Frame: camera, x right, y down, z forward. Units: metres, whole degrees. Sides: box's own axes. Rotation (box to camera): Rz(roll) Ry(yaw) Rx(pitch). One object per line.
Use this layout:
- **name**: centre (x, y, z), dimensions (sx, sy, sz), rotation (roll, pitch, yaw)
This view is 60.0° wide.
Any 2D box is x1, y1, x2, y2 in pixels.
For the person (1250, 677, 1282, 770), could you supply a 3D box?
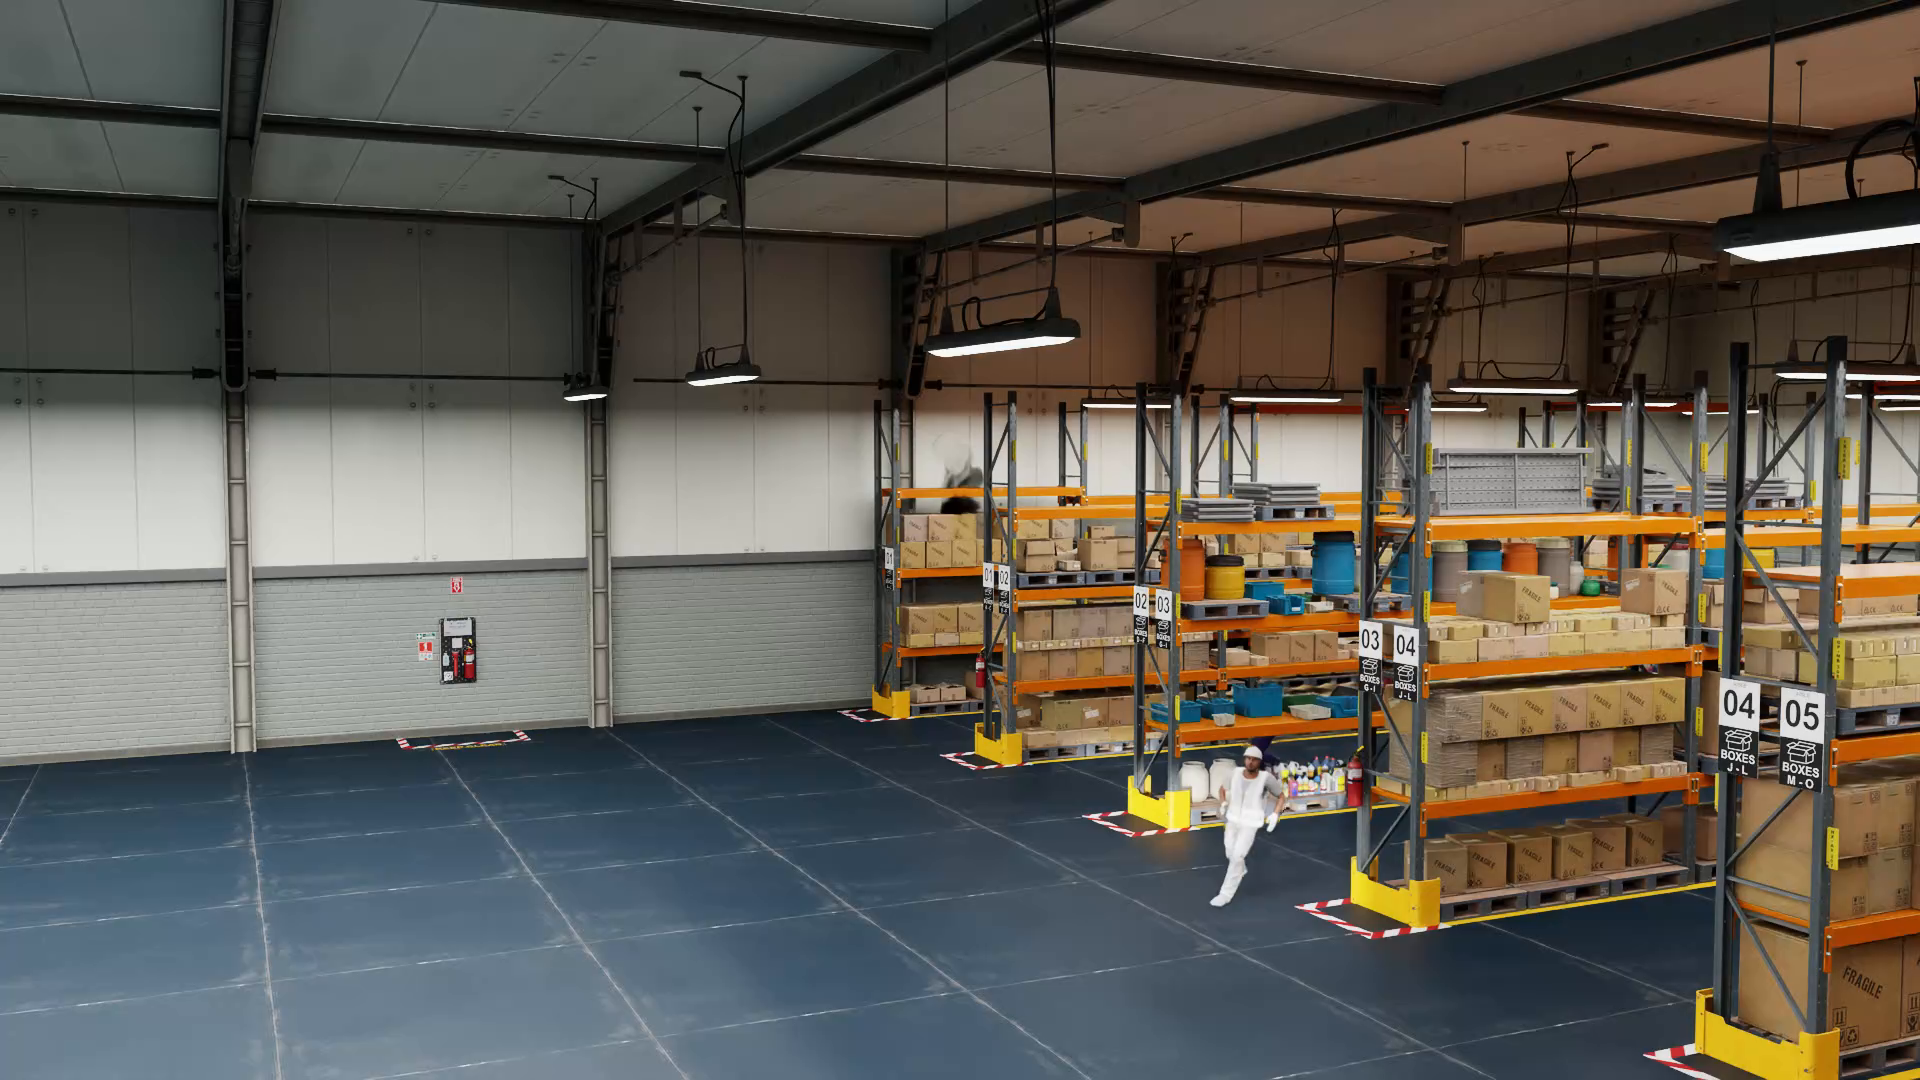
- **person**: centre (4.648, 2.903, 25.321), dimensions (0.535, 1.606, 0.605), rotation (-1, 4, -21)

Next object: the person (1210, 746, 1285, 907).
- **person**: centre (3.205, 3.182, 18.697), dimensions (0.727, 1.747, 0.983), rotation (2, 4, 35)
